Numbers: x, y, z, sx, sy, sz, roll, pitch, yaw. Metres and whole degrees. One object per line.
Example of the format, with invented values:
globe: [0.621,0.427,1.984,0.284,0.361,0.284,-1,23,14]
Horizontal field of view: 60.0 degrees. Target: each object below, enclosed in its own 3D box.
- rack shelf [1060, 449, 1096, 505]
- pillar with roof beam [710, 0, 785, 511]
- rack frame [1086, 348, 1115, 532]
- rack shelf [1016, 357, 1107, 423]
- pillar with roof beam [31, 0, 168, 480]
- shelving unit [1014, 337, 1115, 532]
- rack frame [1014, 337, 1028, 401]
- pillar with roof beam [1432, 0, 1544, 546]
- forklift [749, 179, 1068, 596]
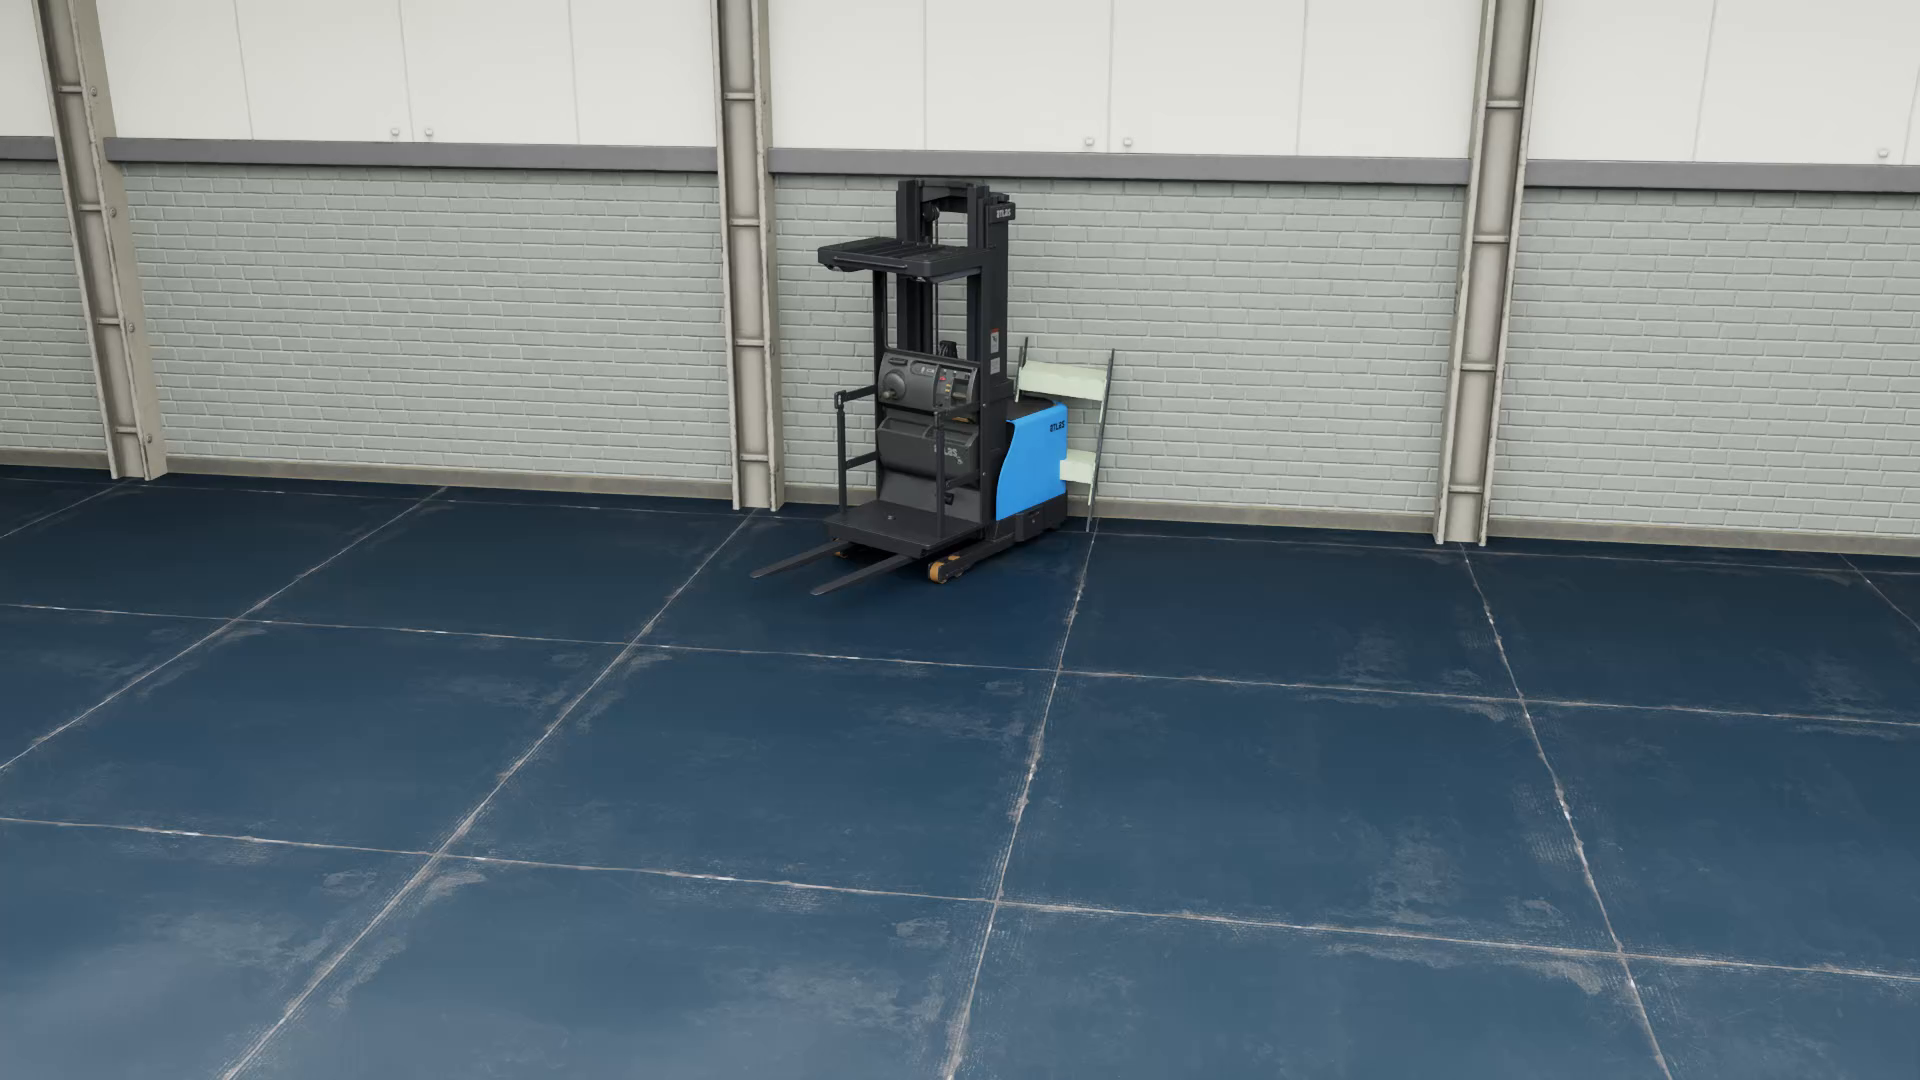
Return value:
rack shelf: [0.785,-0.582,14.097,0.720,0.370,0.431,8,20,7]
pillar with roof beam: [-2.460,-3.229,9.270,0.400,9.000,9.100,3,19,9]
rack frame: [1.177,-0.834,13.946,0.023,1.500,0.400,8,20,7]
rack shelf: [0.857,-1.254,13.859,0.720,0.370,0.431,8,20,7]
pillar with roof beam: [-8.384,-3.530,10.173,0.400,9.000,9.100,3,19,9]
shelving unit: [0.818,-0.888,13.989,0.755,1.500,0.431,8,20,7]
rack frame: [0.458,-0.942,14.032,0.023,1.500,0.400,8,20,7]
pillar with roof beam: [3.464,-2.927,8.368,0.400,9.000,9.100,3,19,9]
forklift: [-0.381,-1.231,12.863,1.130,2.935,3.031,14,23,35]
